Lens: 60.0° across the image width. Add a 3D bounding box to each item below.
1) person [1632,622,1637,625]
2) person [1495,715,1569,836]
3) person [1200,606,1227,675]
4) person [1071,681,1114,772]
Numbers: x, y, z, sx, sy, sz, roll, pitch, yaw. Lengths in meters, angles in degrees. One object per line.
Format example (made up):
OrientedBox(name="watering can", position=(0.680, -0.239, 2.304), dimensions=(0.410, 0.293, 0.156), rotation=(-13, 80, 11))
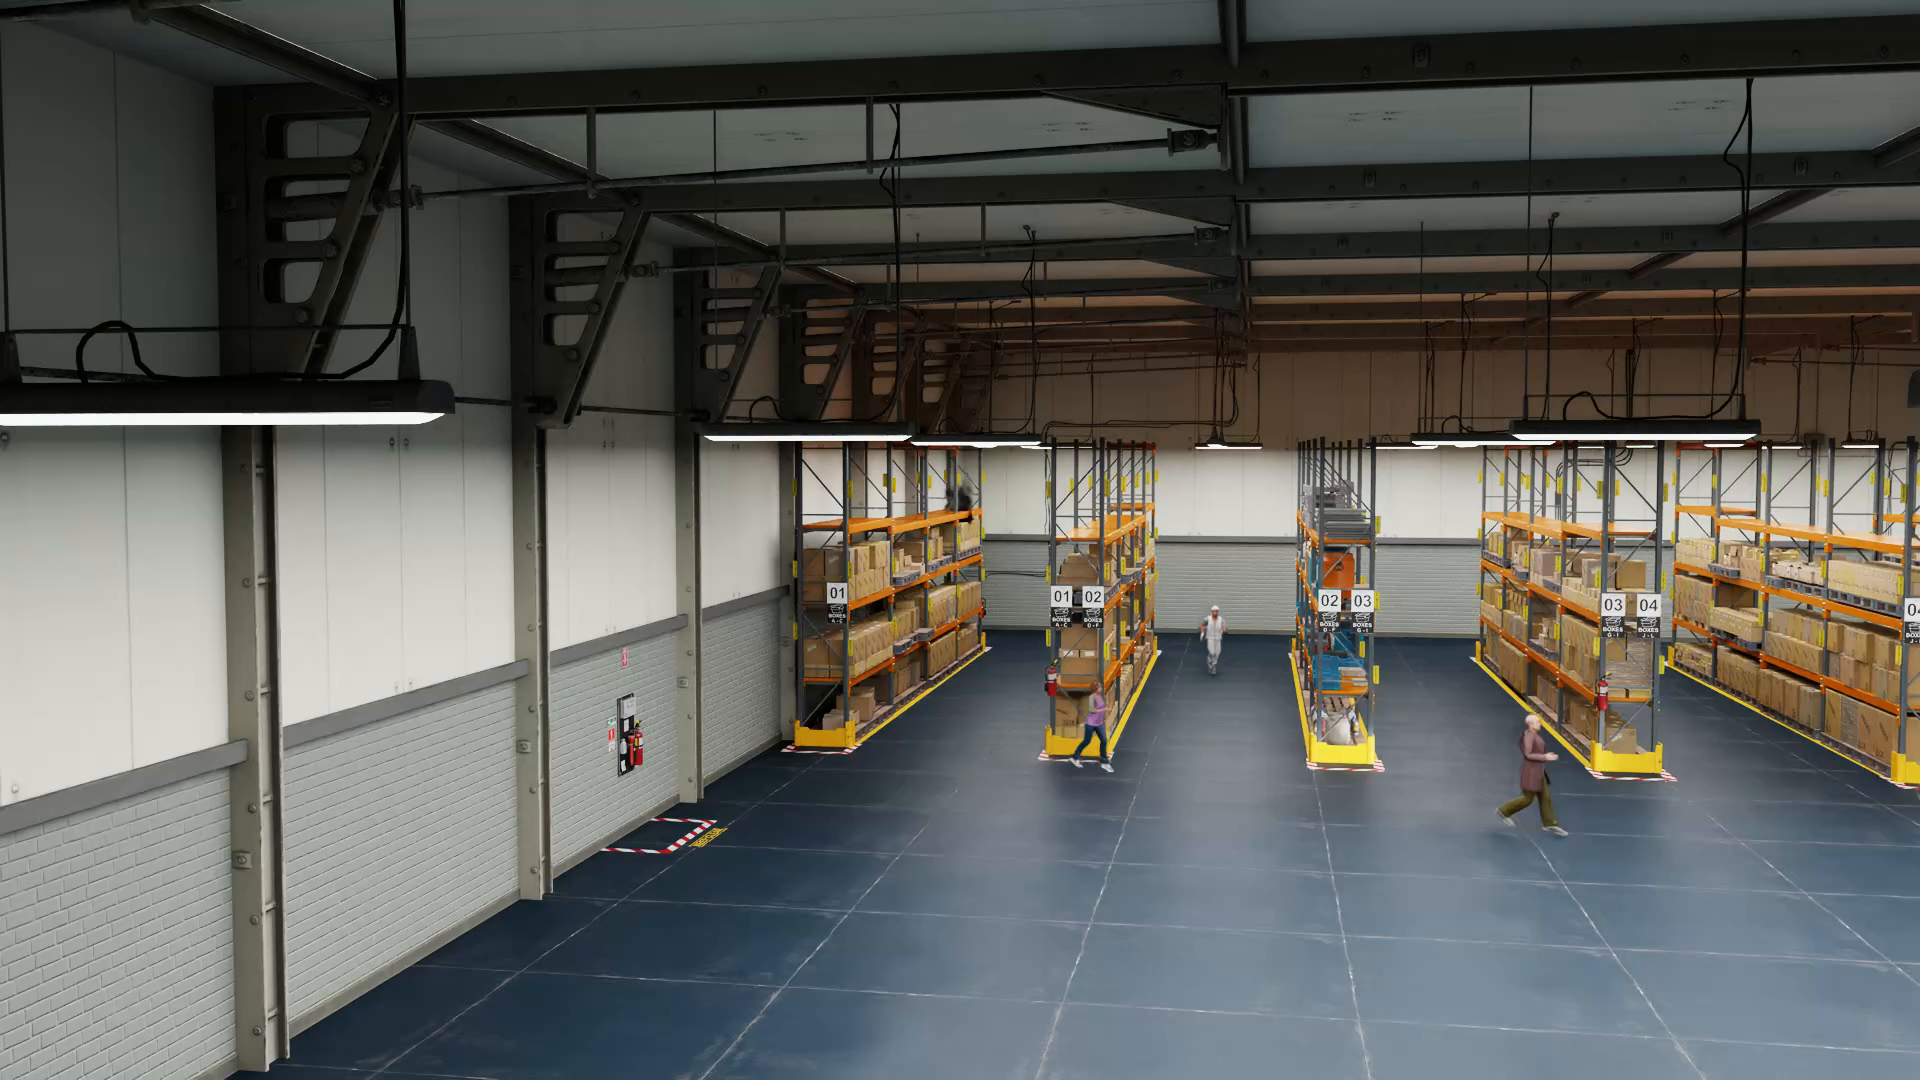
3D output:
OrientedBox(name="person", position=(17.610, 2.571, 42.765), dimensions=(0.693, 1.829, 0.922), rotation=(1, 3, 12))
OrientedBox(name="person", position=(8.548, 3.497, 24.841), dimensions=(1.049, 1.779, 0.710), rotation=(2, 4, 31))
OrientedBox(name="person", position=(6.514, 2.574, 42.659), dimensions=(0.647, 1.777, 0.784), rotation=(0, 3, -5))
OrientedBox(name="person", position=(2.384, 3.320, 29.761), dimensions=(0.820, 1.619, 0.526), rotation=(2, 4, 37))
